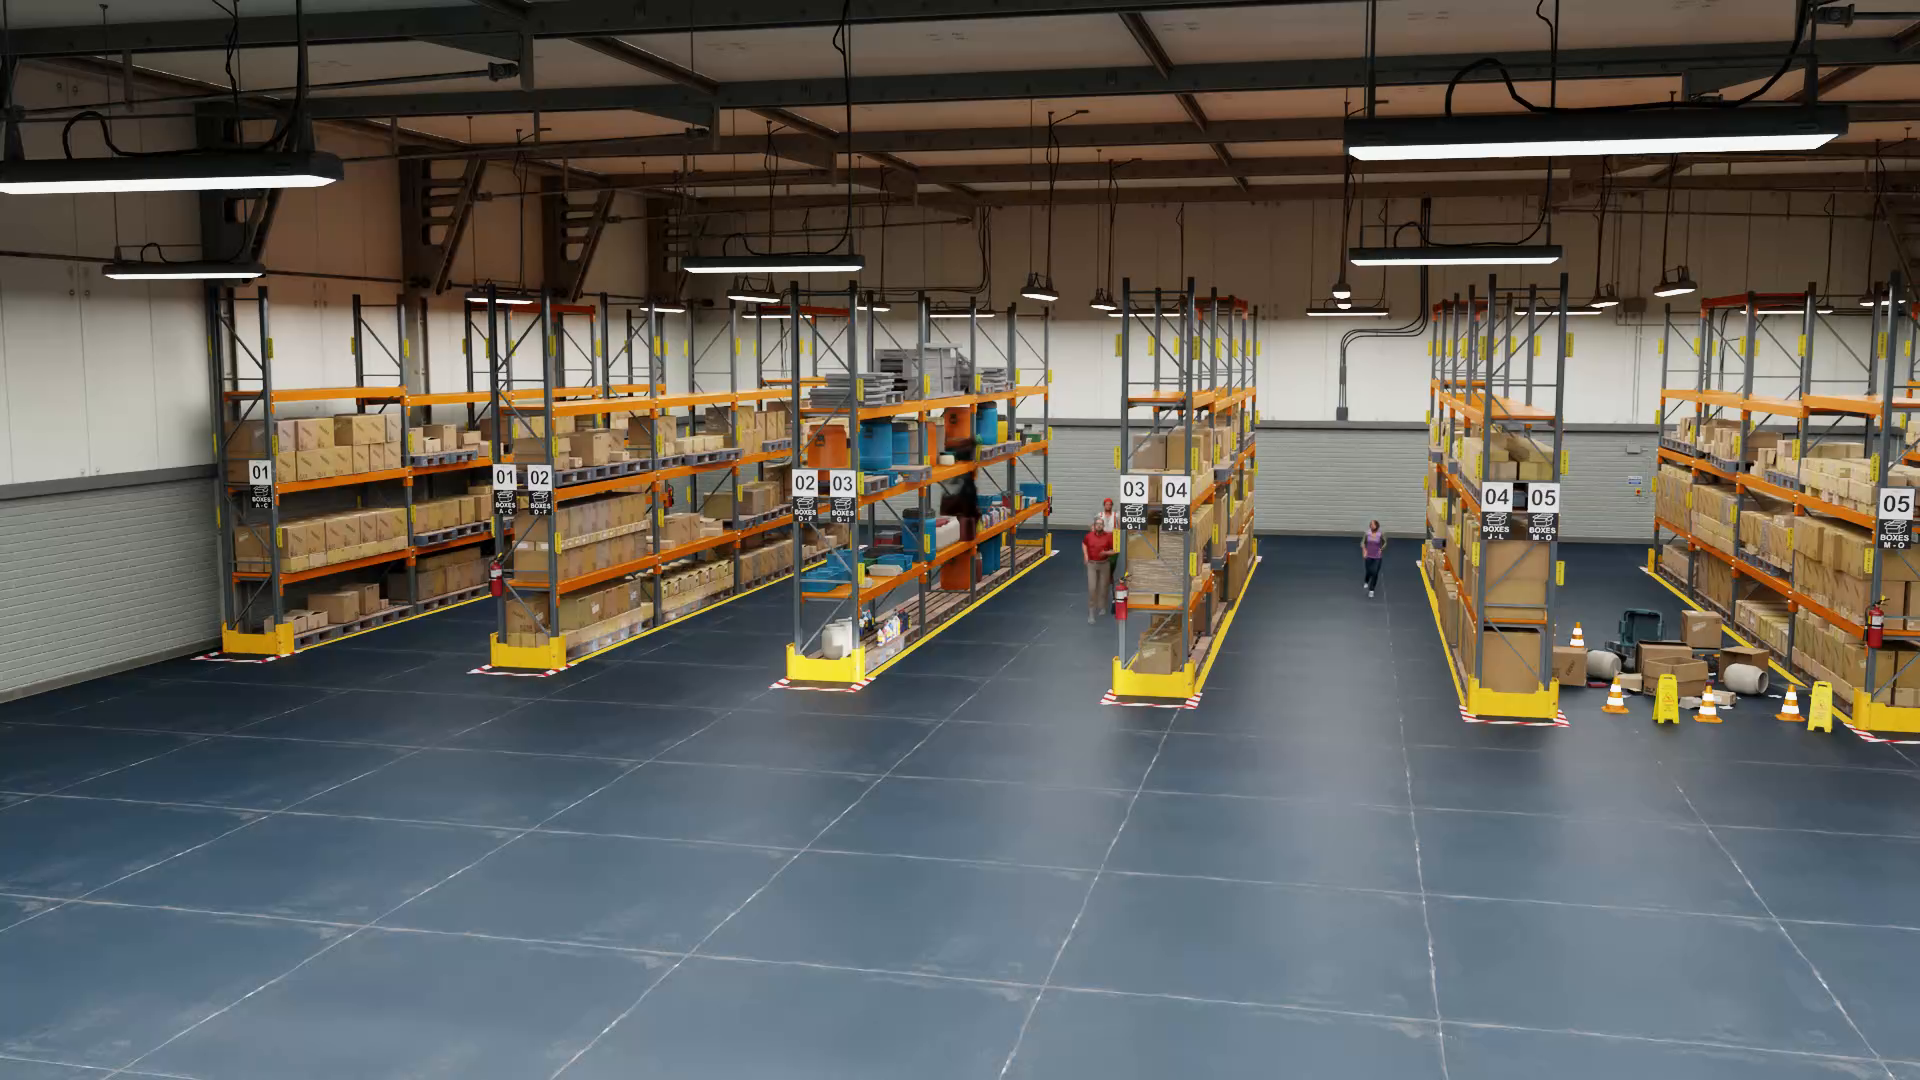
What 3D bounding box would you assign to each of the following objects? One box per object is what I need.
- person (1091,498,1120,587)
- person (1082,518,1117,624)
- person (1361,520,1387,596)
[{"bbox_3d":[2.925,0.045,33.069,0.653,1.760,0.710,1,7,5],"label":"person"},{"bbox_3d":[2.441,0.534,29.194,0.648,1.823,0.698,1,7,12],"label":"person"},{"bbox_3d":[8.378,0.368,33.671,0.523,1.568,0.549,2,7,15],"label":"person"}]
